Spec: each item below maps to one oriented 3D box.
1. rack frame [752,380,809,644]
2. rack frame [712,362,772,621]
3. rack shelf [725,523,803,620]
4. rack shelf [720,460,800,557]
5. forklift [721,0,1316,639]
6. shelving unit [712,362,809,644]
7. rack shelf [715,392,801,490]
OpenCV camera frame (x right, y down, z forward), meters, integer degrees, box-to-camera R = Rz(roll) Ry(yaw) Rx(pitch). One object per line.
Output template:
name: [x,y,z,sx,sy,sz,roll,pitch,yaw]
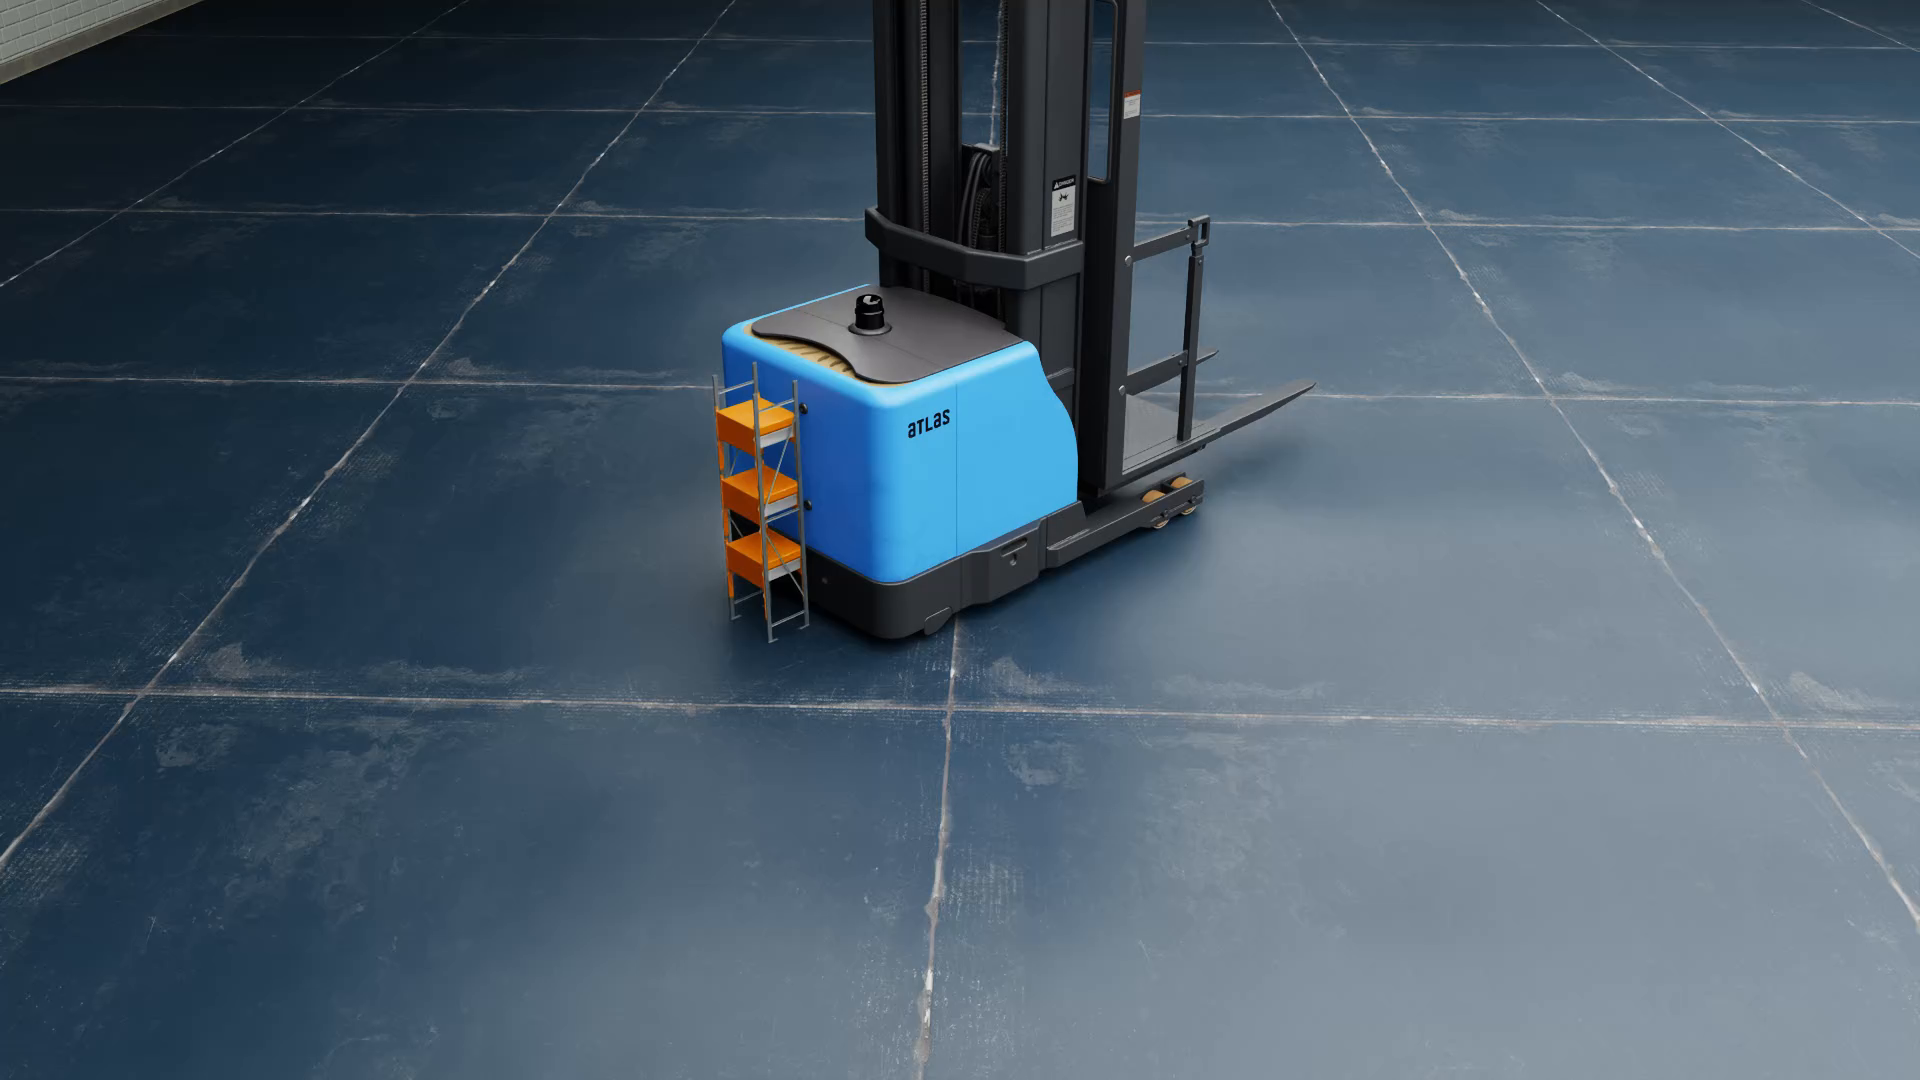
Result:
rack frame: [-0.674,-0.092,6.303,0.200,1.050,0.008,-24,36,-37]
rack frame: [-0.842,-0.175,6.459,0.200,1.050,0.008,-24,36,-37]
rack shelf: [-0.758,0.121,6.516,0.215,0.259,0.240,-24,36,-37]
rack shelf: [-0.758,-0.124,6.386,0.215,0.259,0.240,-24,36,-37]
forklift: [0.452,-1.501,6.952,3.031,2.935,1.130,-24,36,-38]
shelving unit: [-0.758,-0.134,6.381,0.215,1.050,0.252,-24,36,-37]
rack shelf: [-0.758,-0.375,6.253,0.215,0.259,0.240,-24,36,-37]
